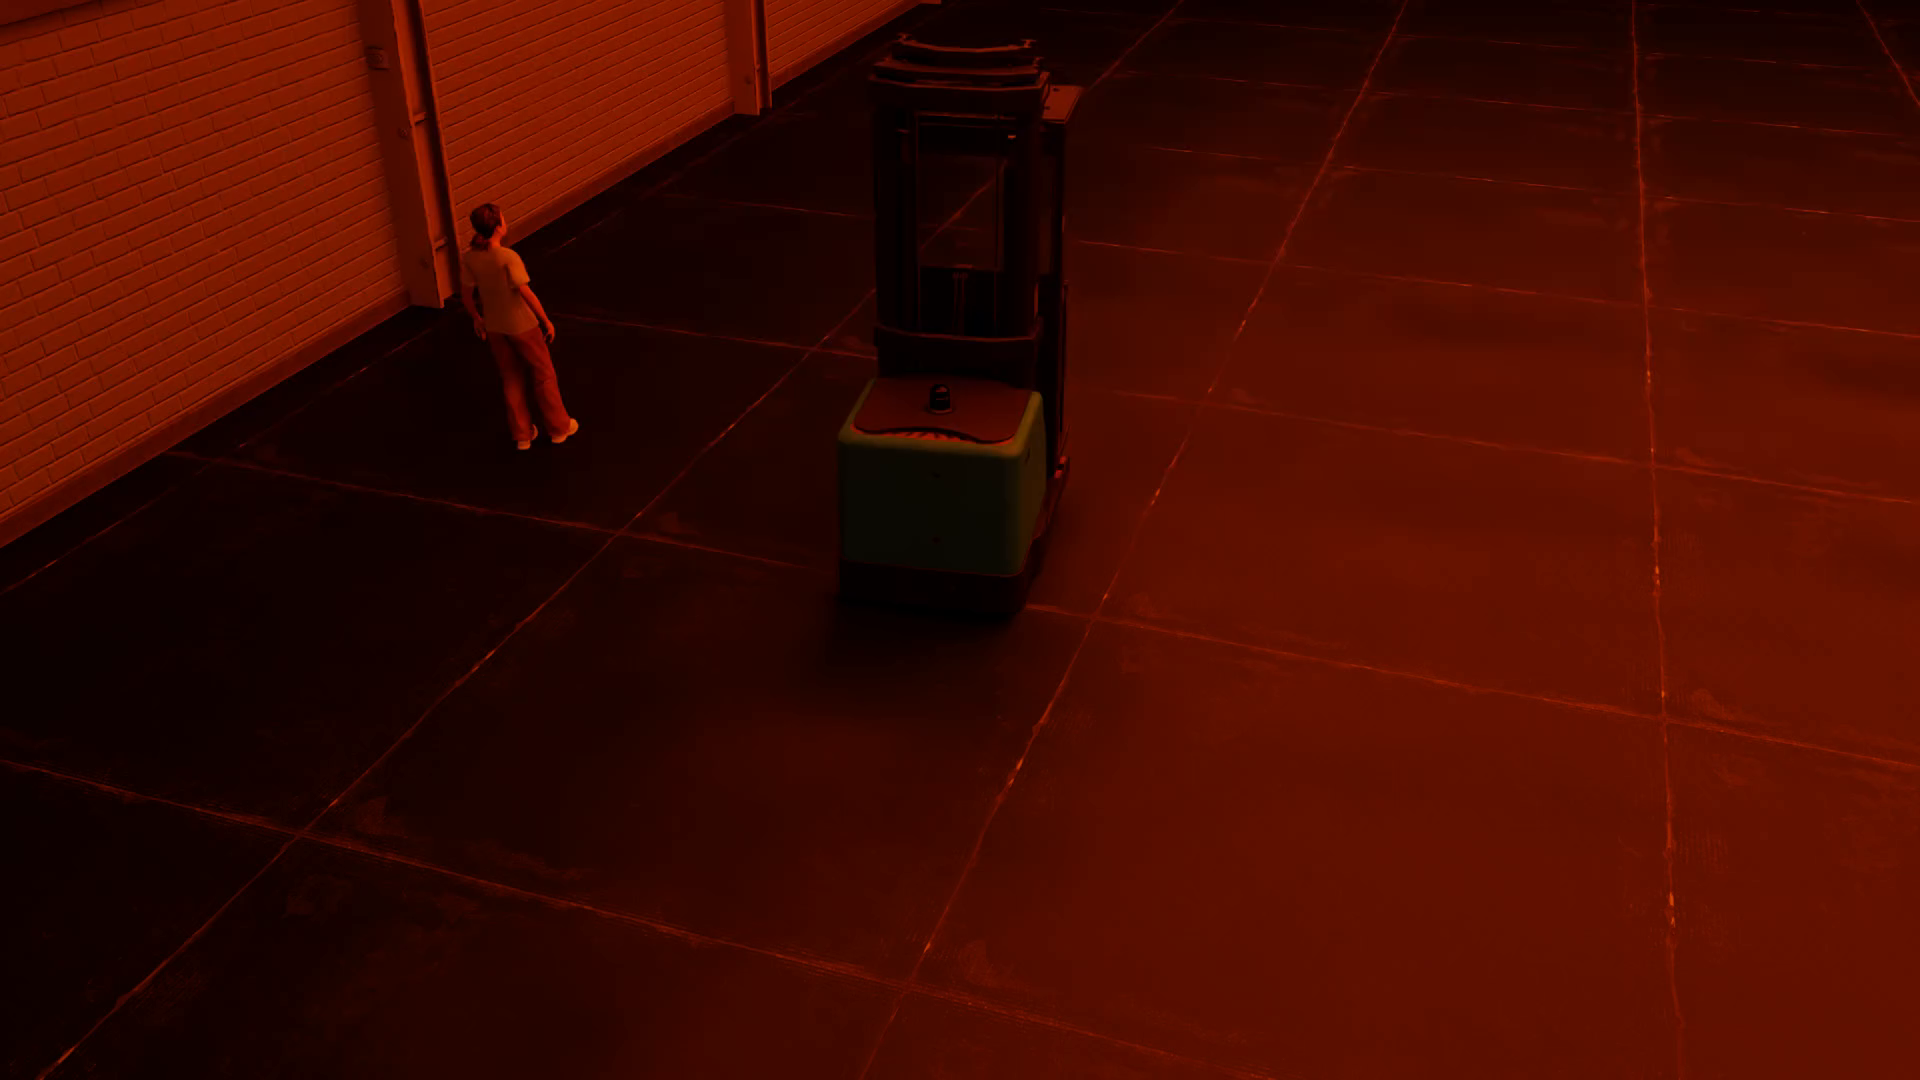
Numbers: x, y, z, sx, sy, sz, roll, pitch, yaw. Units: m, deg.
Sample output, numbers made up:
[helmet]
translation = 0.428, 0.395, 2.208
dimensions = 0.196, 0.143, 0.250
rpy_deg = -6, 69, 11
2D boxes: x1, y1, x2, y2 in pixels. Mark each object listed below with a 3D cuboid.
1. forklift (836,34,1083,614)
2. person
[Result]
[forklift]
translation = 0.100, -1.578, 9.905
dimensions = 1.130, 2.935, 3.031
rpy_deg = 5, 30, 9
[person]
translation = -2.894, -1.408, 10.875
dimensions = 0.592, 1.677, 0.528
rpy_deg = 7, 31, 13
